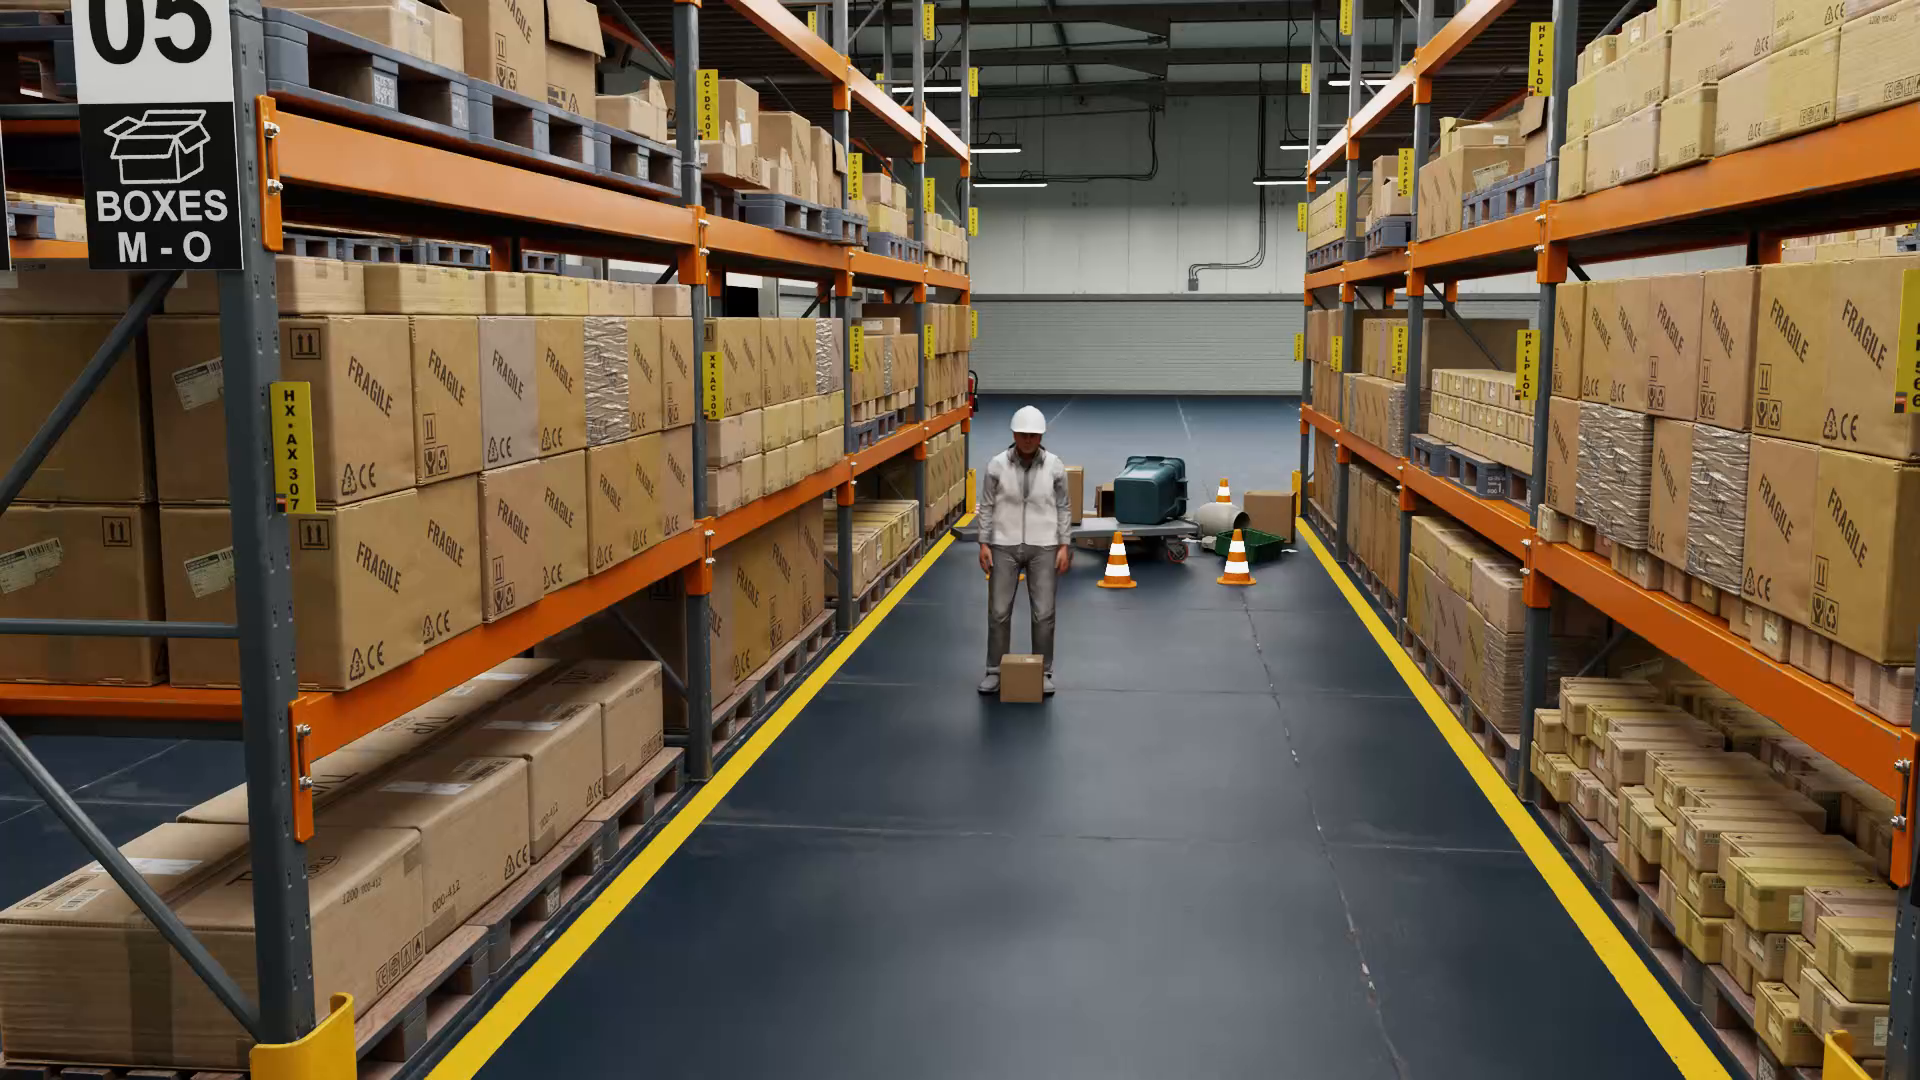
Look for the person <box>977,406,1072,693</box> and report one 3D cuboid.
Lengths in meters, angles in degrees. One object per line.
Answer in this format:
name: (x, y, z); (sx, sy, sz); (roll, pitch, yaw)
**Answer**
person: (0.399, 0.056, 10.275); (0.578, 1.770, 0.466); (1, 8, 4)
